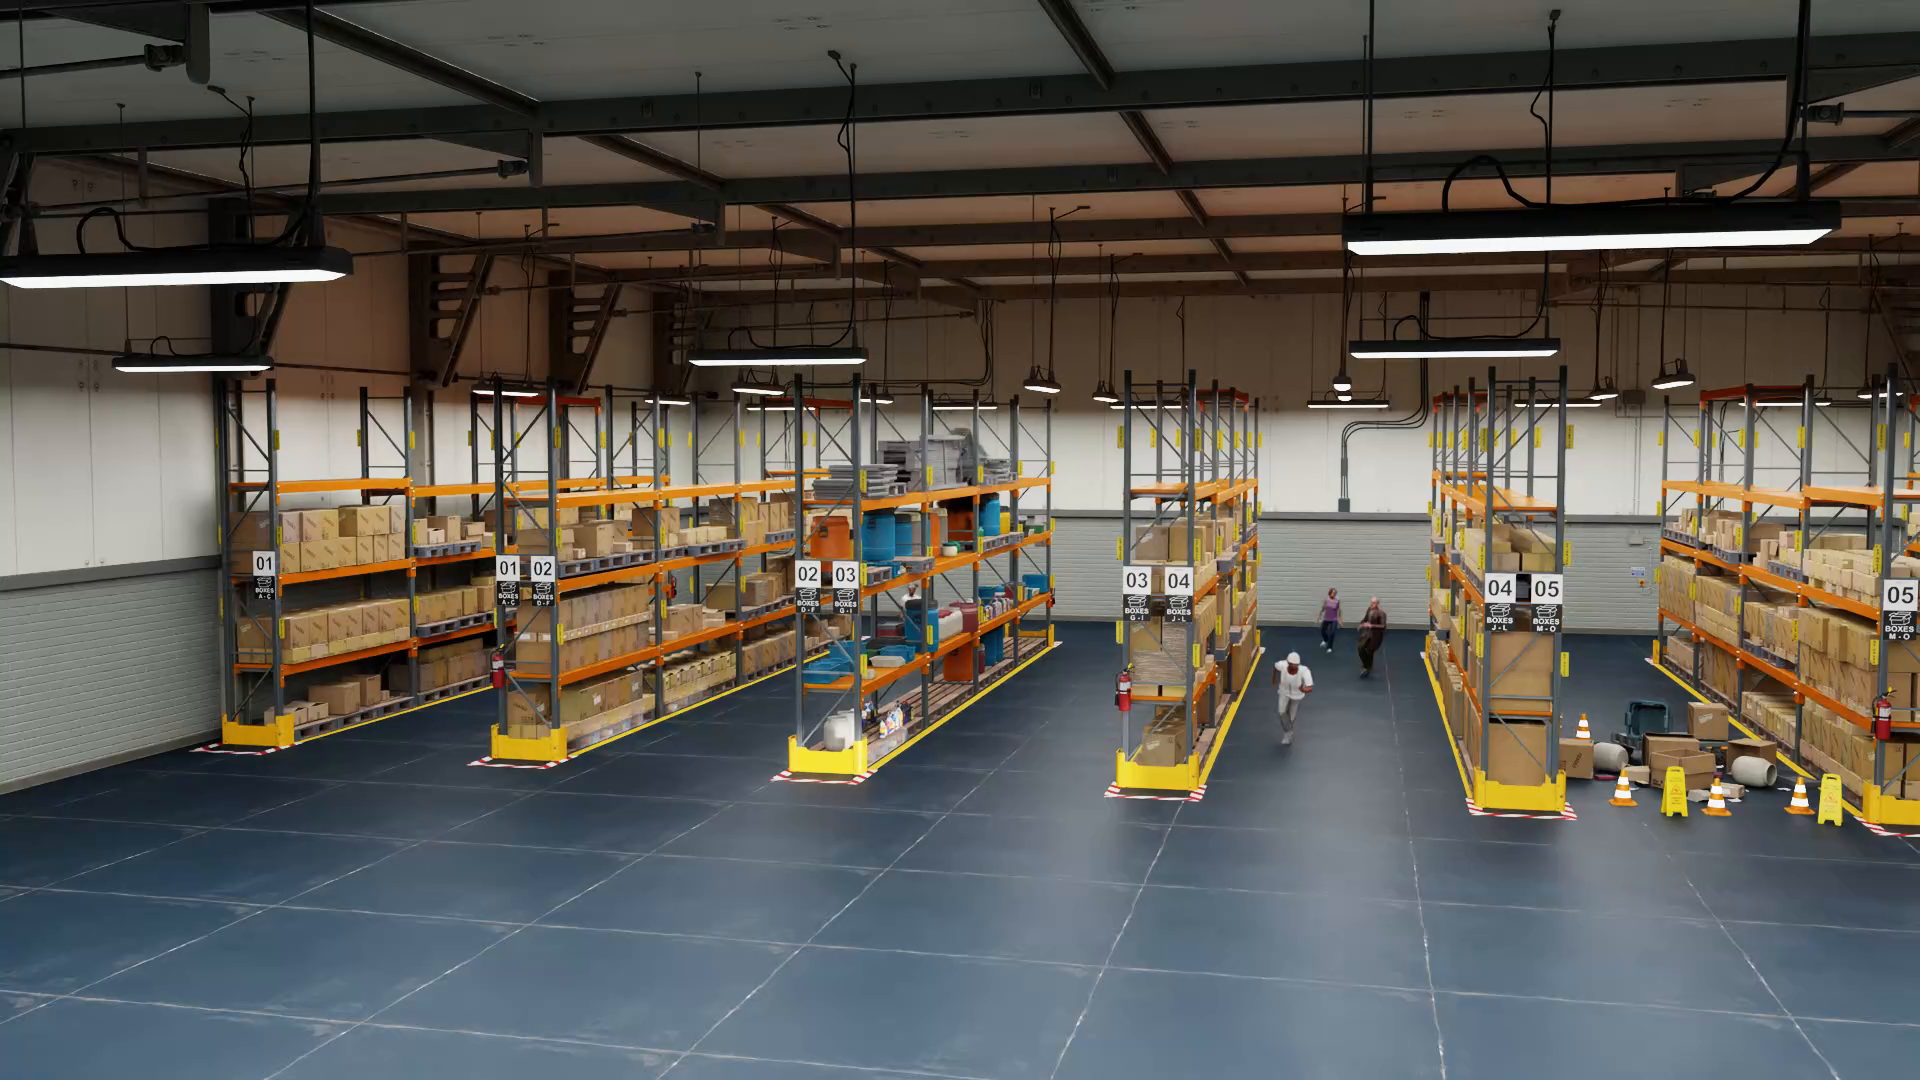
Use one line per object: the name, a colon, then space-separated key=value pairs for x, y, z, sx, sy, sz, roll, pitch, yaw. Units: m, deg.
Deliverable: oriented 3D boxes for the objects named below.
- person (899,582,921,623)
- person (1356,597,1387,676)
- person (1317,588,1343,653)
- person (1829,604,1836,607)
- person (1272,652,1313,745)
person: x=-1.079 y=1.748 z=35.876 sx=0.571 sy=1.686 sz=0.595 roll=1 pitch=4 yaw=14
person: x=8.706 y=2.029 z=35.211 sx=0.856 sy=1.679 sz=0.777 roll=3 pitch=5 yaw=44
person: x=8.733 y=1.879 z=39.177 sx=0.609 sy=1.543 sz=0.609 roll=1 pitch=4 yaw=20
person: x=18.031 y=2.108 z=34.483 sx=0.605 sy=1.633 sz=0.812 roll=0 pitch=3 yaw=-7
person: x=5.443 y=2.560 z=27.243 sx=0.672 sy=1.539 sz=1.134 roll=1 pitch=3 yaw=12
